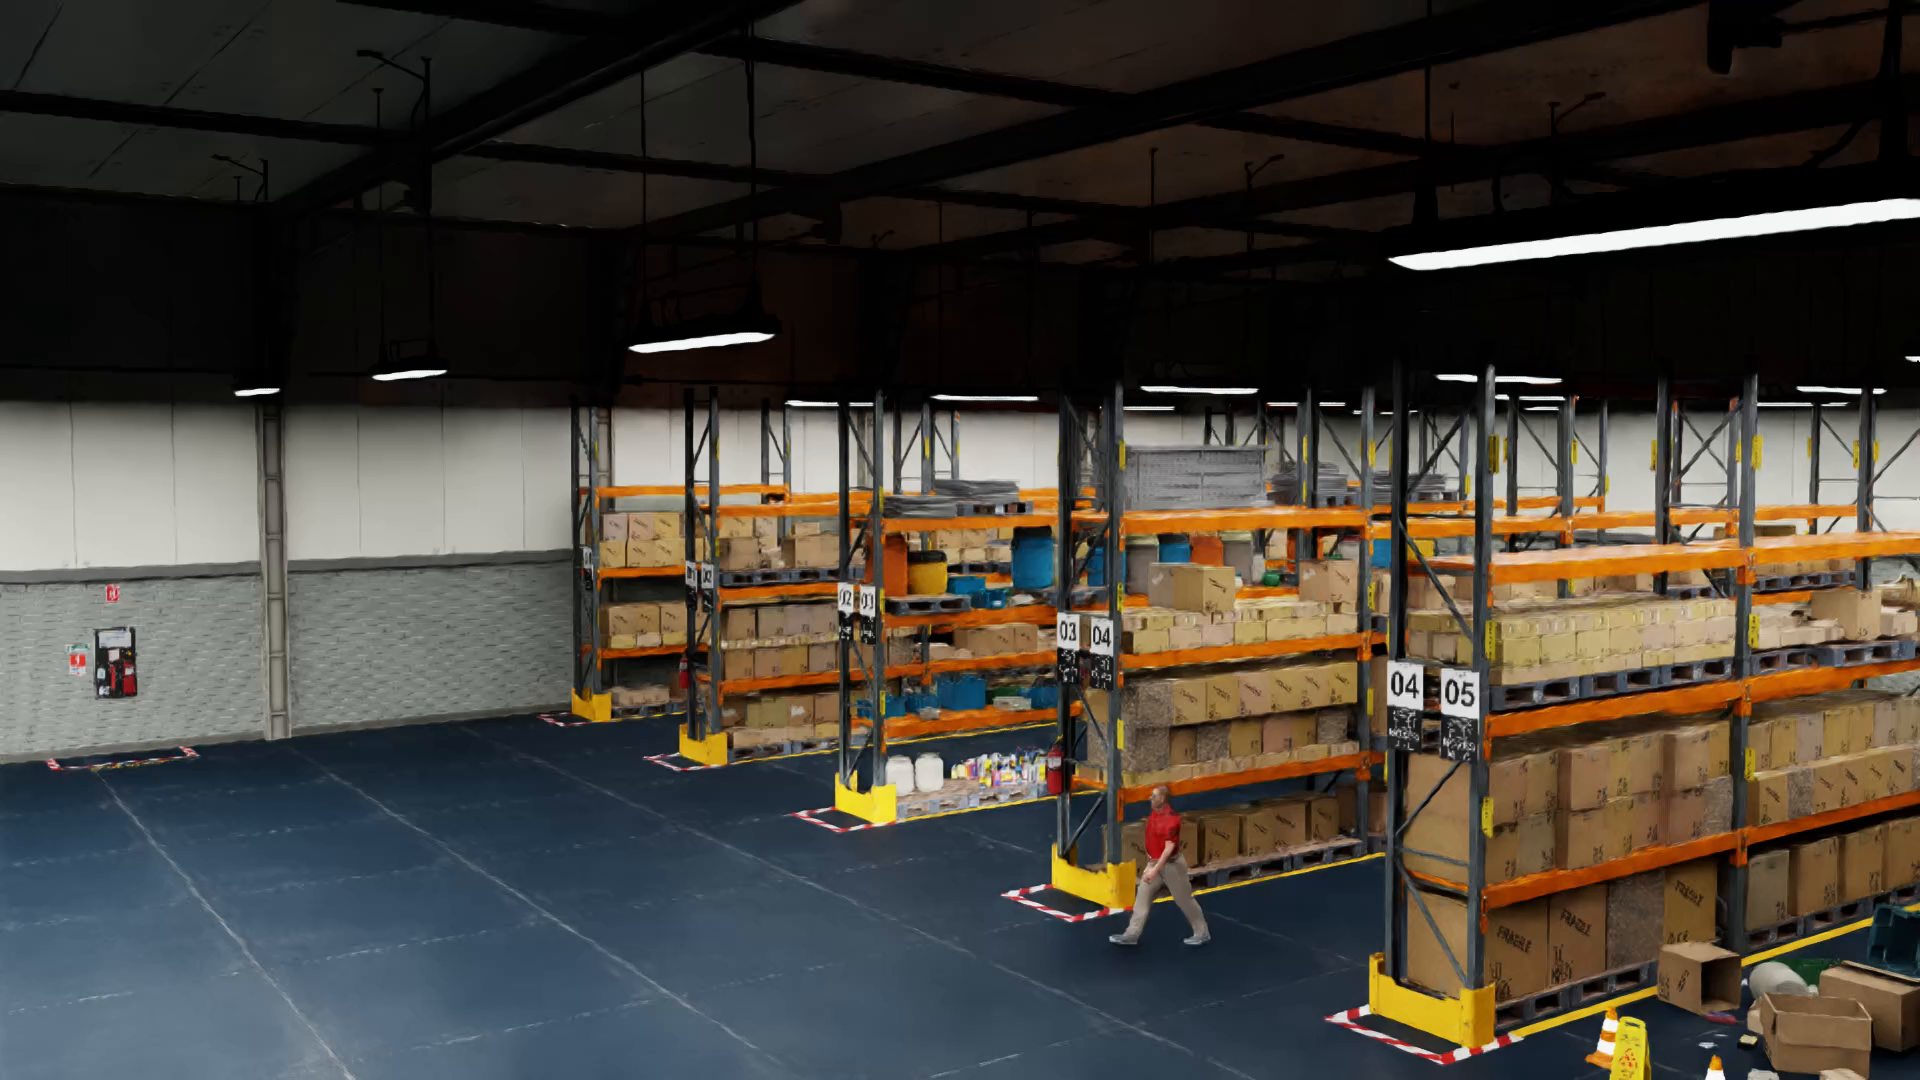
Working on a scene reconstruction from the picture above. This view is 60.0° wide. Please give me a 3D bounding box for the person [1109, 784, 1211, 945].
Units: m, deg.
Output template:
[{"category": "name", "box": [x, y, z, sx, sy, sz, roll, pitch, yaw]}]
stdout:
[{"category": "person", "box": [2.055, 3.302, 16.880, 1.031, 1.658, 0.533, -2, 4, -26]}]
